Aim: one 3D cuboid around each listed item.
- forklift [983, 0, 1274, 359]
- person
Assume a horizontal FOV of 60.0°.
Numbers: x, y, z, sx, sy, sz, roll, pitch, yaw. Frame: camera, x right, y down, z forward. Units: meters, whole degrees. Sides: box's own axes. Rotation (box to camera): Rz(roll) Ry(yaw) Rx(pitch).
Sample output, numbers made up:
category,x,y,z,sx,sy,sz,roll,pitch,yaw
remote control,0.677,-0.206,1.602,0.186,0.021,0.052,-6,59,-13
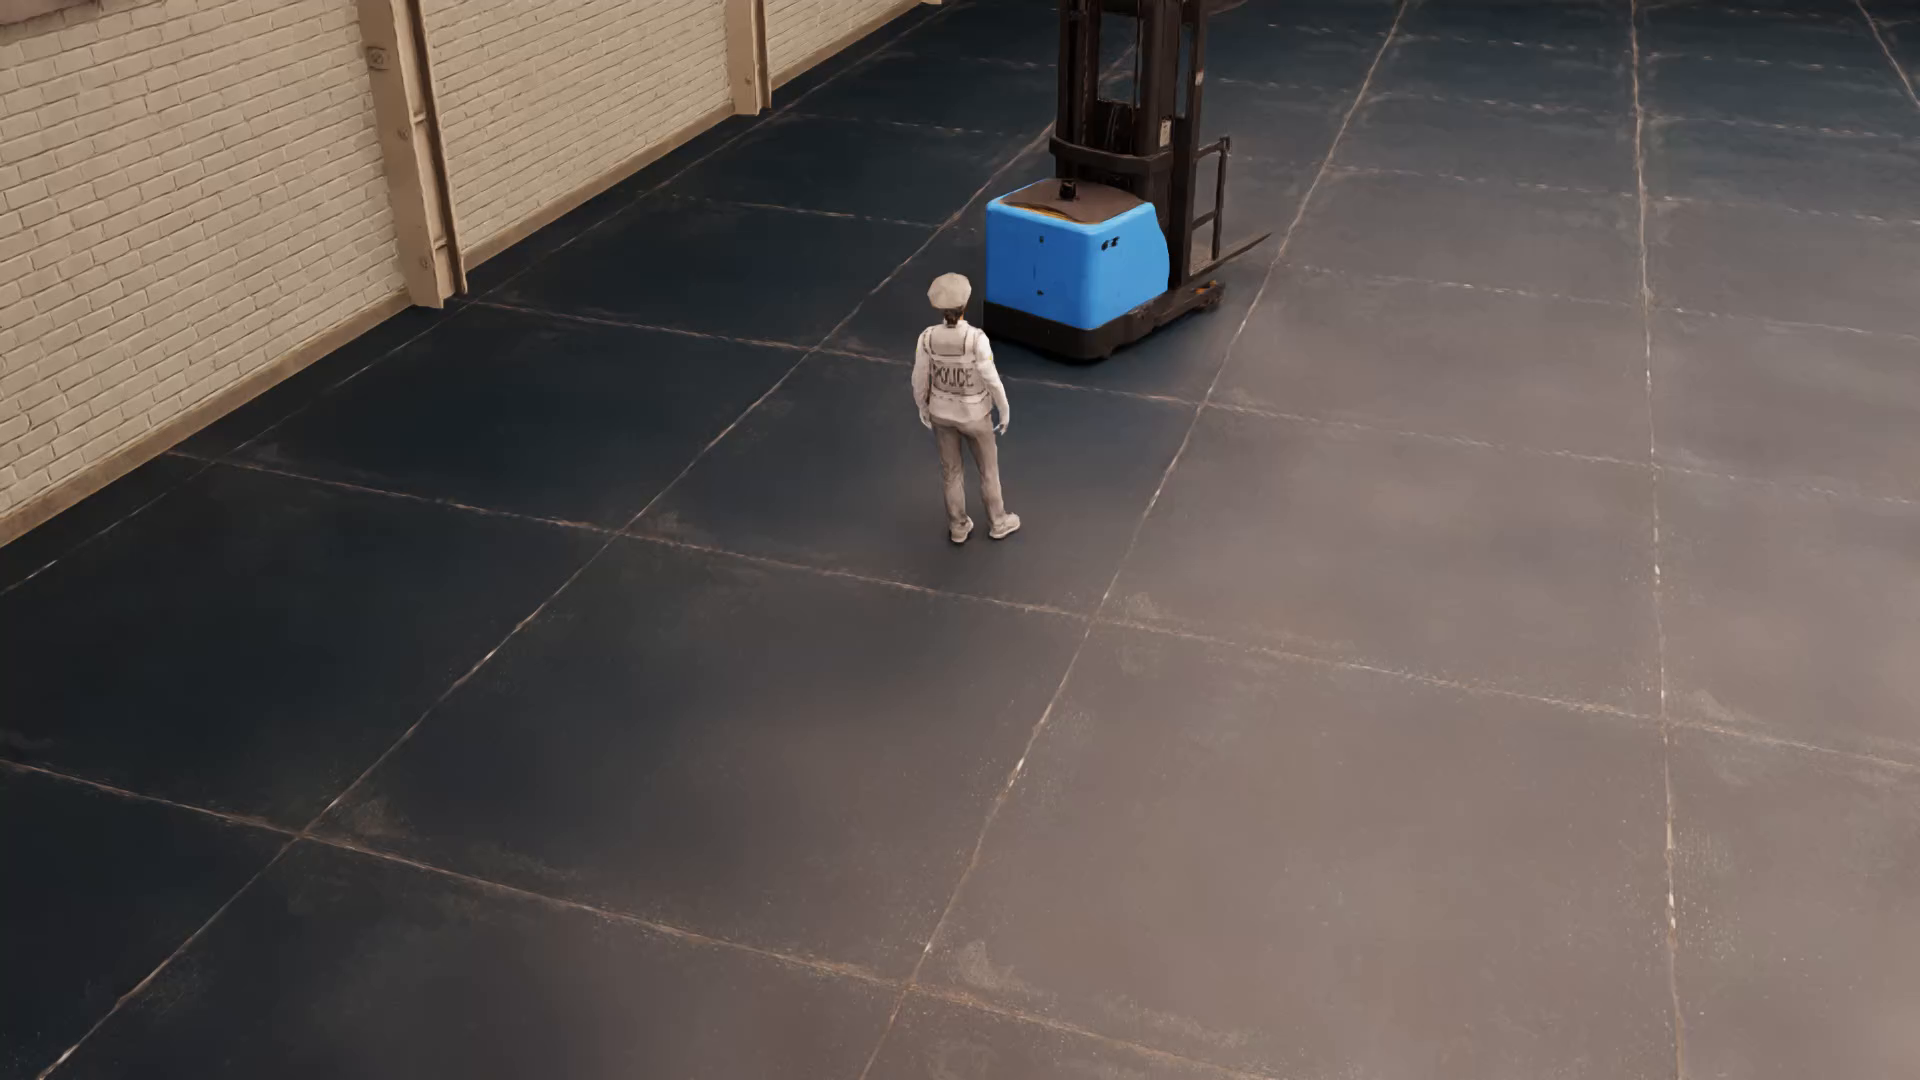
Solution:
category,x,y,z,sx,sy,sz,roll,pitch,yaw
forklift,1.493,-3.269,12.871,1.130,2.935,3.031,22,36,33
person,0.029,-0.773,9.726,0.586,1.695,0.533,10,31,16
